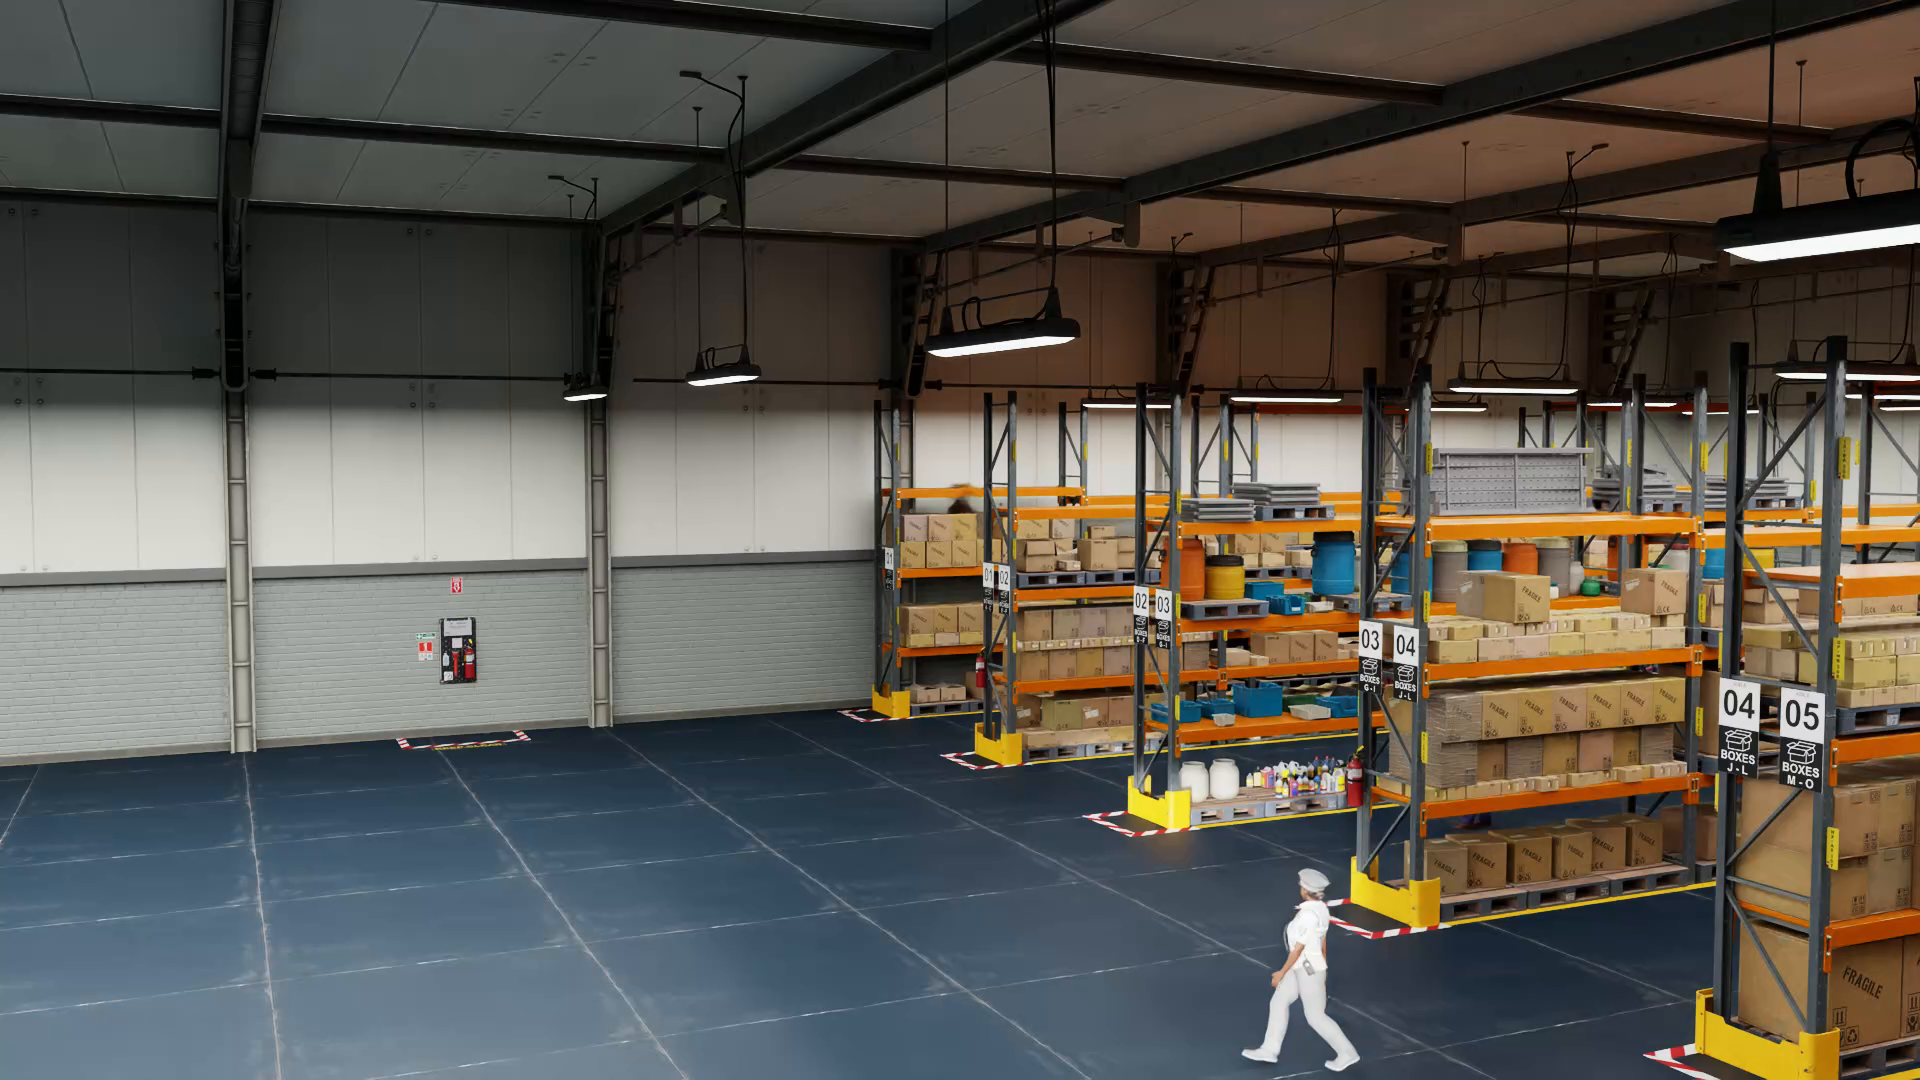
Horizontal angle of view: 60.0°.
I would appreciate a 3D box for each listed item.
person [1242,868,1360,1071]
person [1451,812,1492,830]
[{"bbox_3d":[2.818,3.535,13.707,0.927,1.642,0.417,0,3,-1],"label":"person"},{"bbox_3d":[6.883,3.058,22.324,0.509,1.670,0.488,1,4,22],"label":"person"}]
